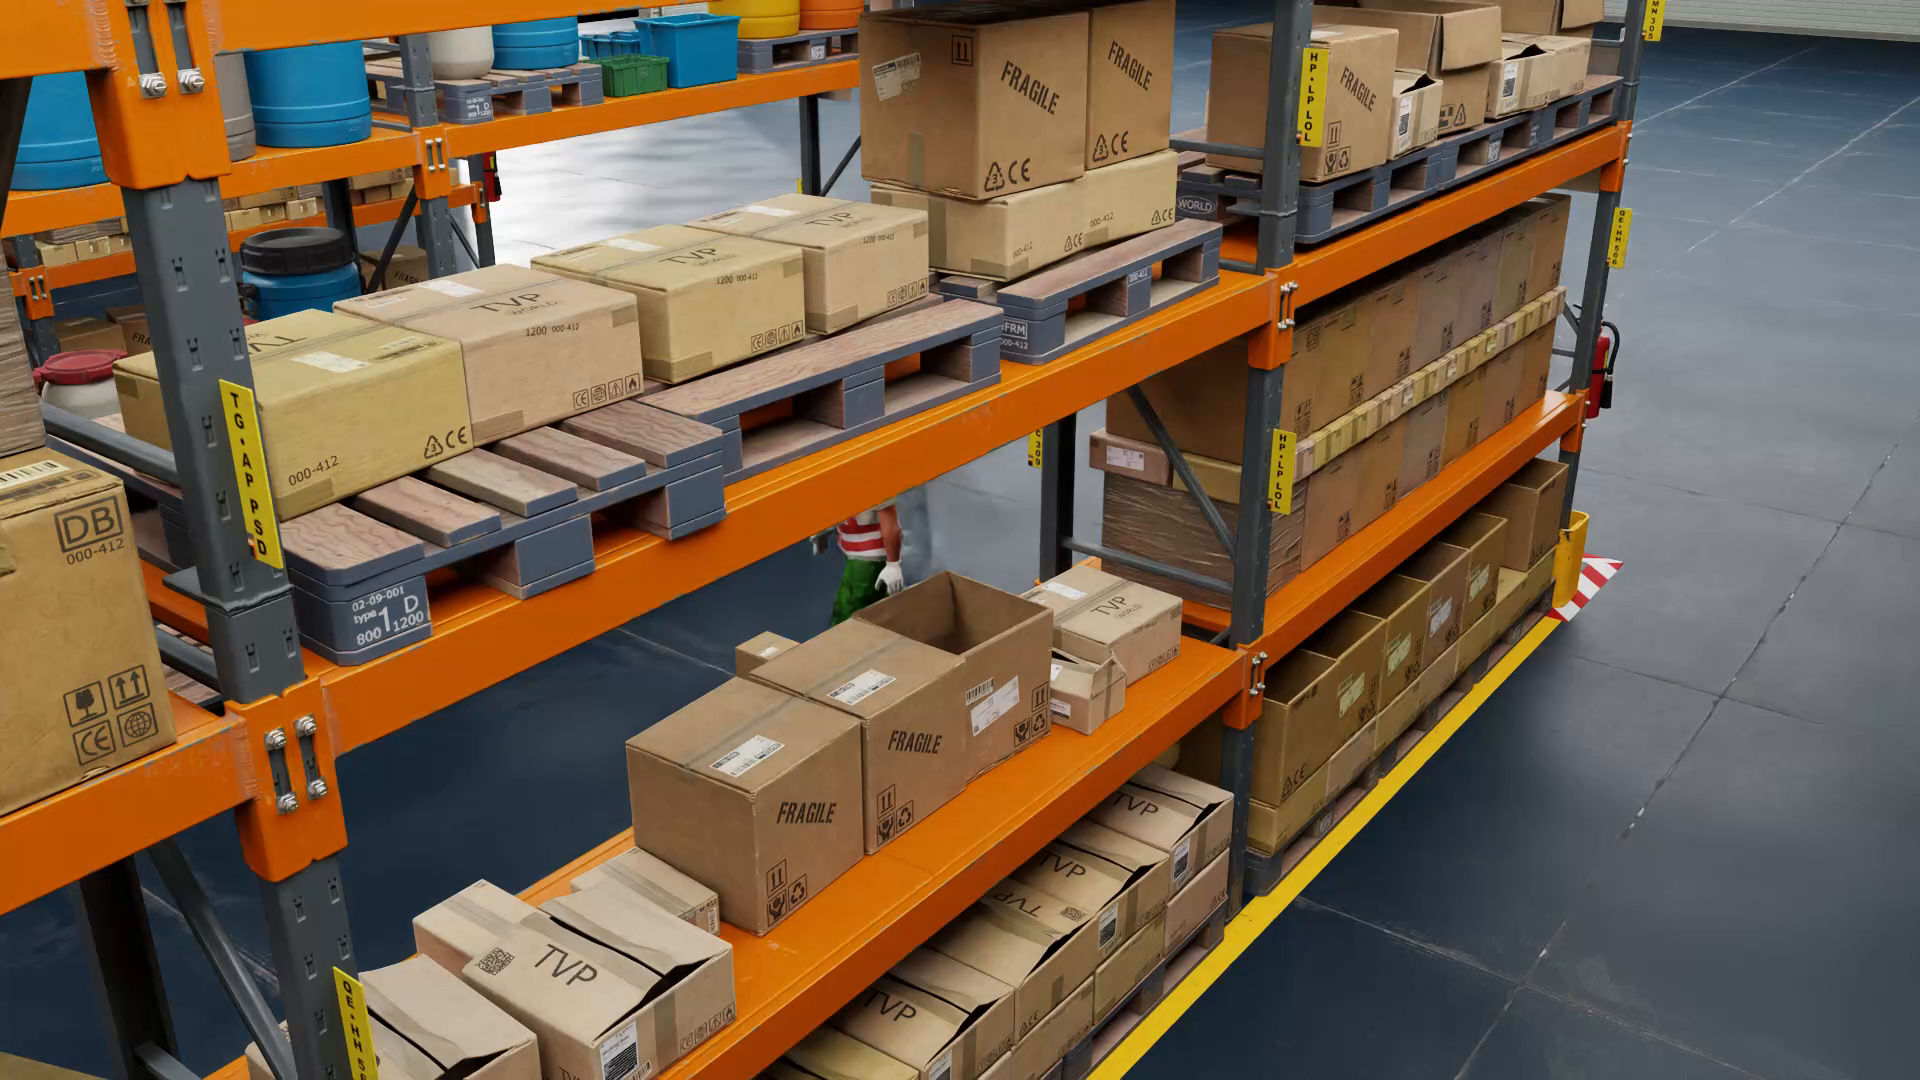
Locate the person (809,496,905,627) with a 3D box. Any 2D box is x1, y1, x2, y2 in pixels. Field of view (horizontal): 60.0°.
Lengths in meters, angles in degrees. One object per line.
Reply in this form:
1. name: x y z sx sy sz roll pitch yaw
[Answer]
1. person: -0.457 0.036 8.521 0.827 1.754 0.652 -8 24 -17
